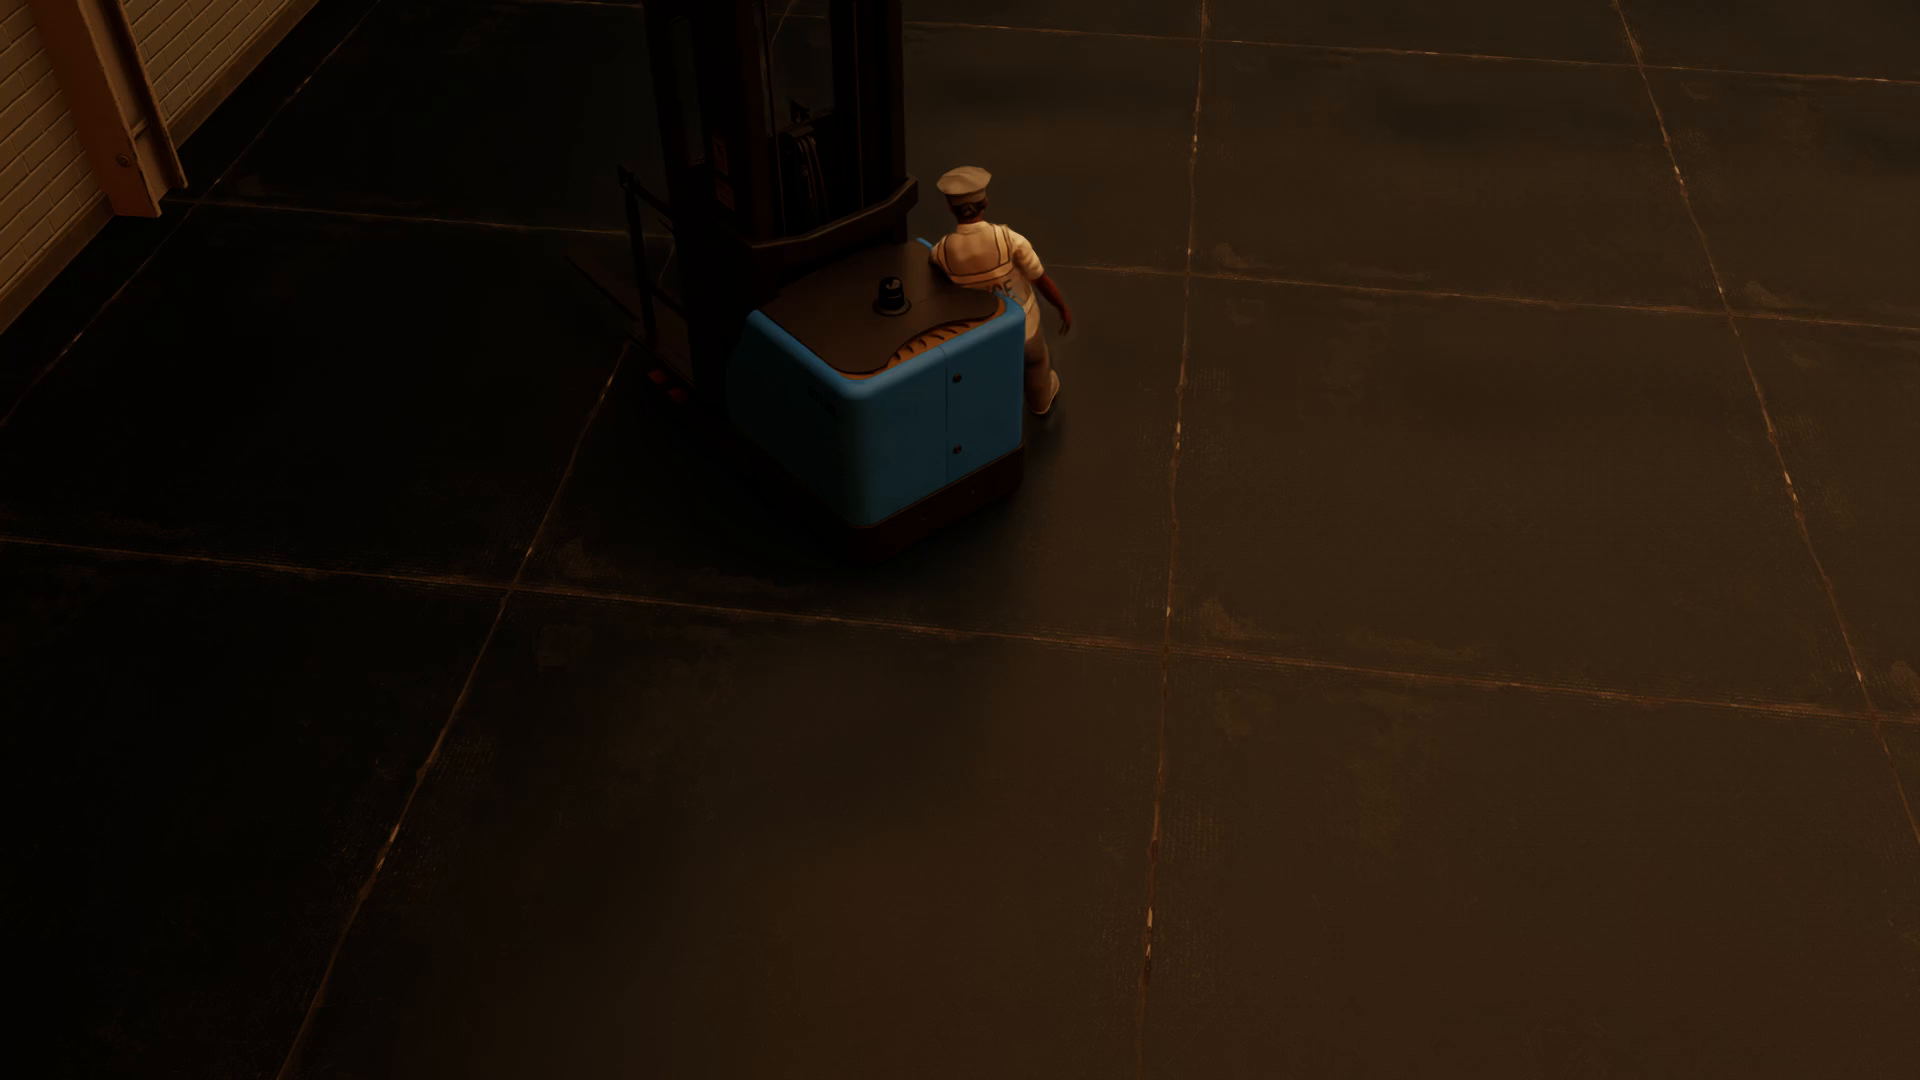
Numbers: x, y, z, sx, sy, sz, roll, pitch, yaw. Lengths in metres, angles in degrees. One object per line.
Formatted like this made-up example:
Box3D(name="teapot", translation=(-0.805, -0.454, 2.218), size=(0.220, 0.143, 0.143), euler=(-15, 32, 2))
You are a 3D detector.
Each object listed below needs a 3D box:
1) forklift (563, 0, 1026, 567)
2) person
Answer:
Box3D(name="forklift", translation=(-1.011, -1.891, 7.783), size=(1.130, 2.935, 3.031), euler=(-29, 50, -28))
Box3D(name="person", translation=(0.117, -1.124, 7.964), size=(0.824, 1.532, 0.849), euler=(1, 43, 1))
